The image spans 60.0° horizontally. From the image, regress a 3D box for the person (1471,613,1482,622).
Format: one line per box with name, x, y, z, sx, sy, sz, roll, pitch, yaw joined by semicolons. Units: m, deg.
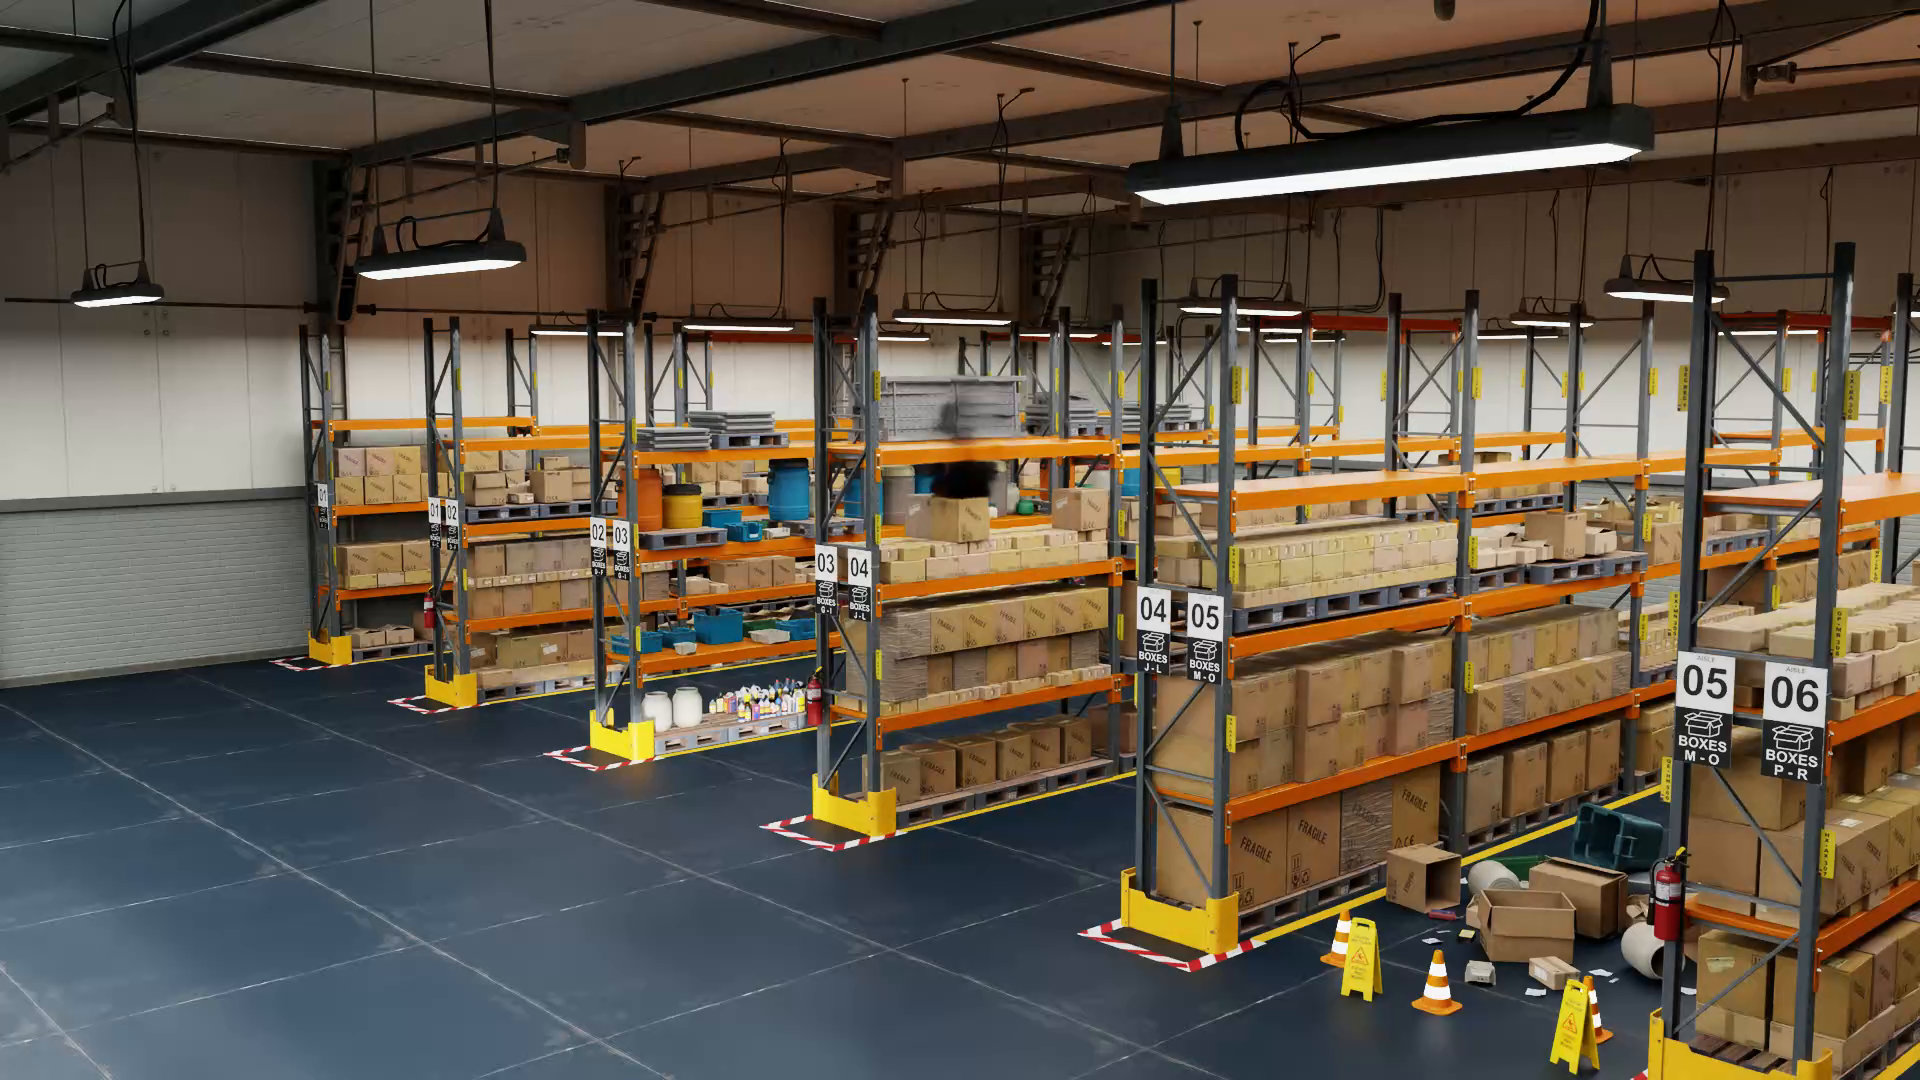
person;-10.070;0.502;17.085;18.654;5.851;33.754;5;7;39
